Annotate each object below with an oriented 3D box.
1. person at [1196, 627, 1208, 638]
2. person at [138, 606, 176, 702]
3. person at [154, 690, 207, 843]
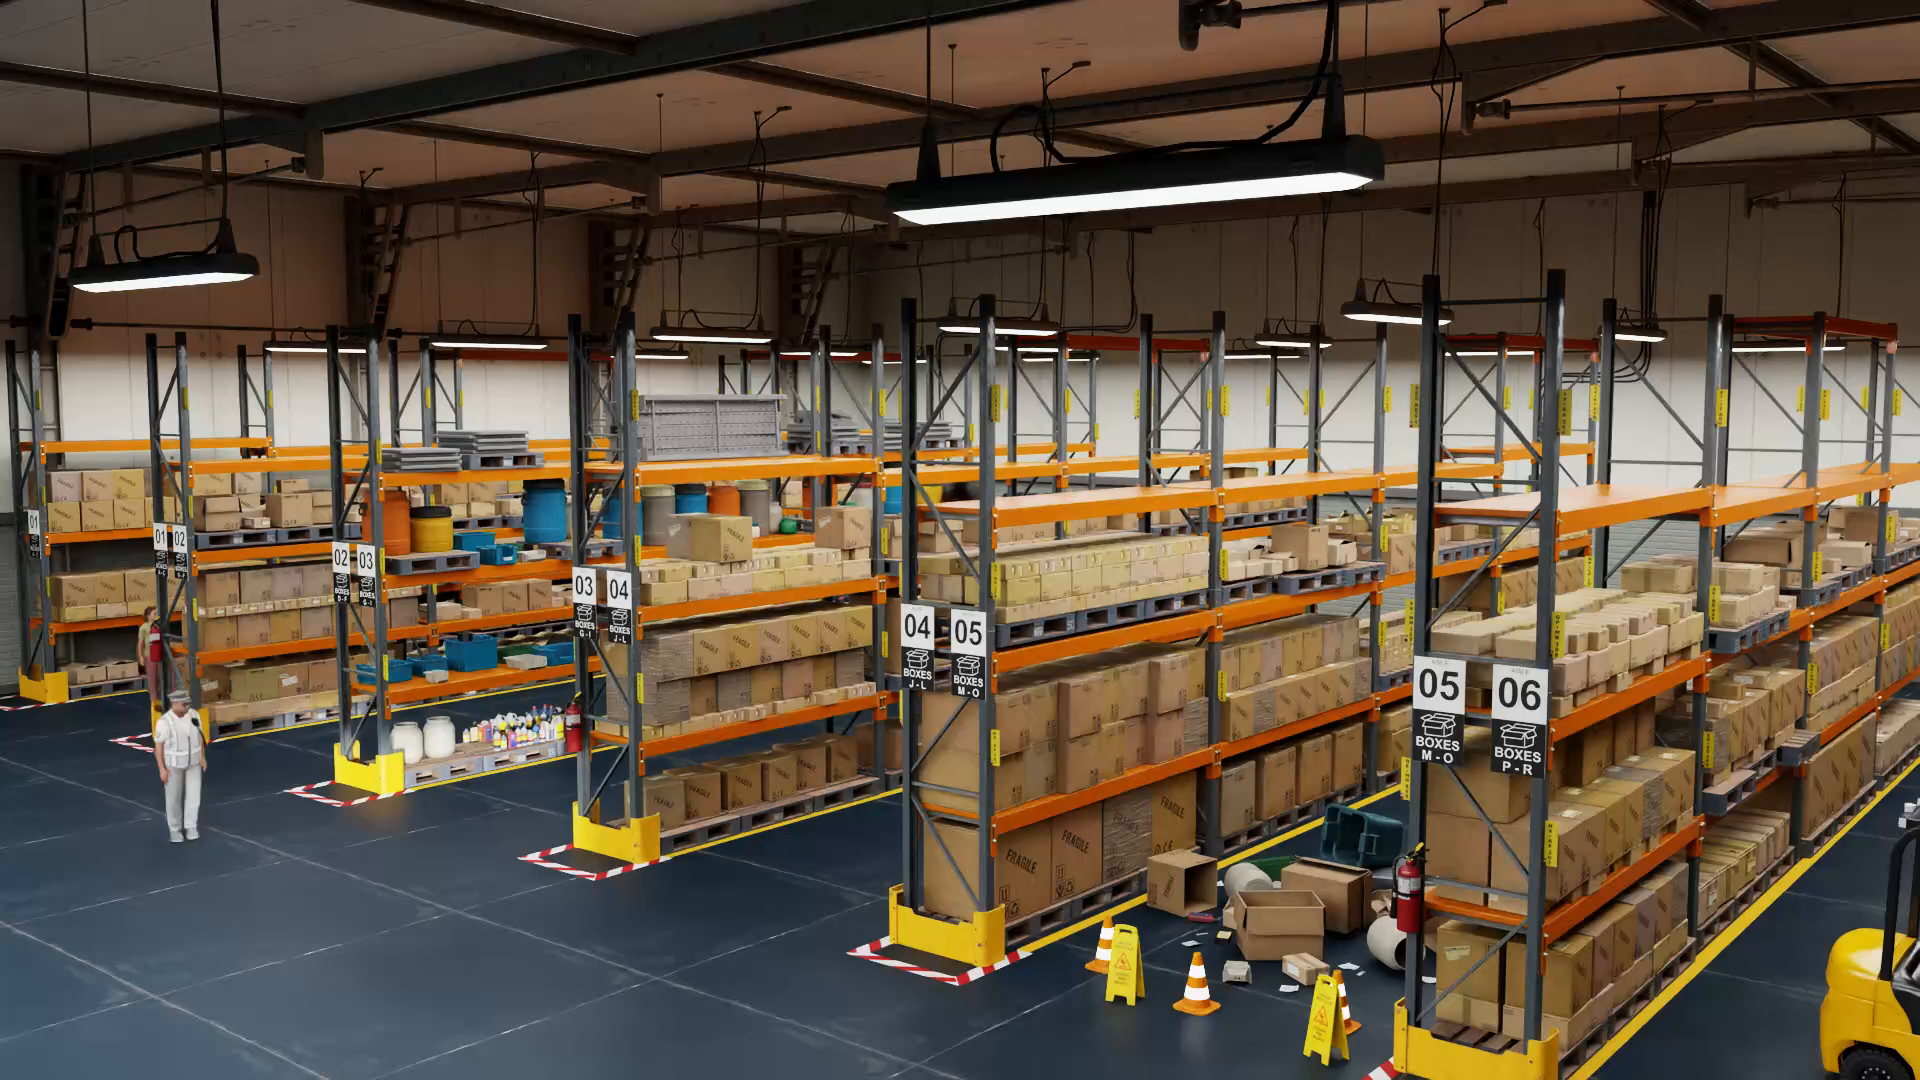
[{"bbox_3d":[3.669,2.046,24.952,0.640,1.713,0.936,5,7,42],"label":"person"},{"bbox_3d":[-13.095,1.920,27.120,0.555,1.702,0.360,-3,6,-31],"label":"person"},{"bbox_3d":[-8.958,2.584,19.112,0.431,1.757,0.566,4,6,38],"label":"person"}]
